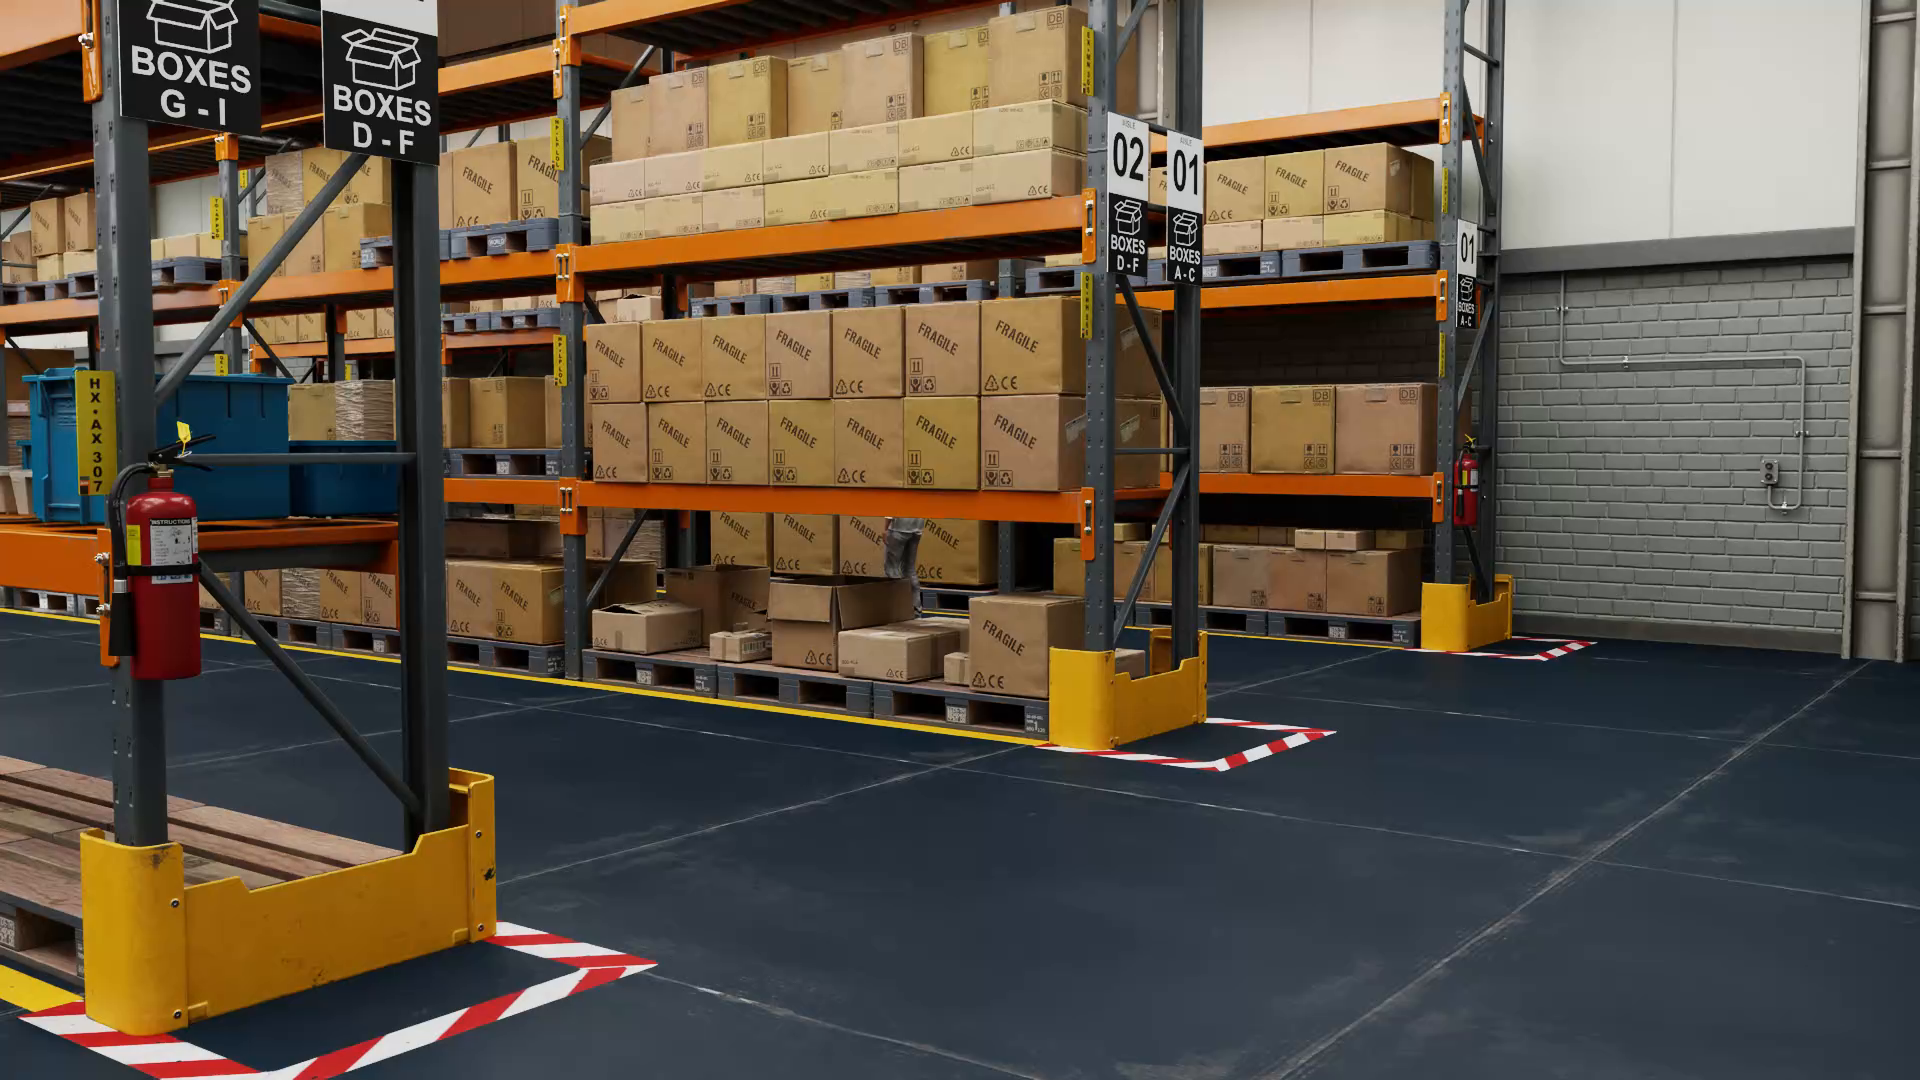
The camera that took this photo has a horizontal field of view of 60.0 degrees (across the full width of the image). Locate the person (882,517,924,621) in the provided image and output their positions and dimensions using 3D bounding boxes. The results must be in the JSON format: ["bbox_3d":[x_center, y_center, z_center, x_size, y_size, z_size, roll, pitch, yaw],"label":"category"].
[{"bbox_3d":[-0.509,-0.077,14.207,0.375,1.590,0.465,2,4,34],"label":"person"}]
